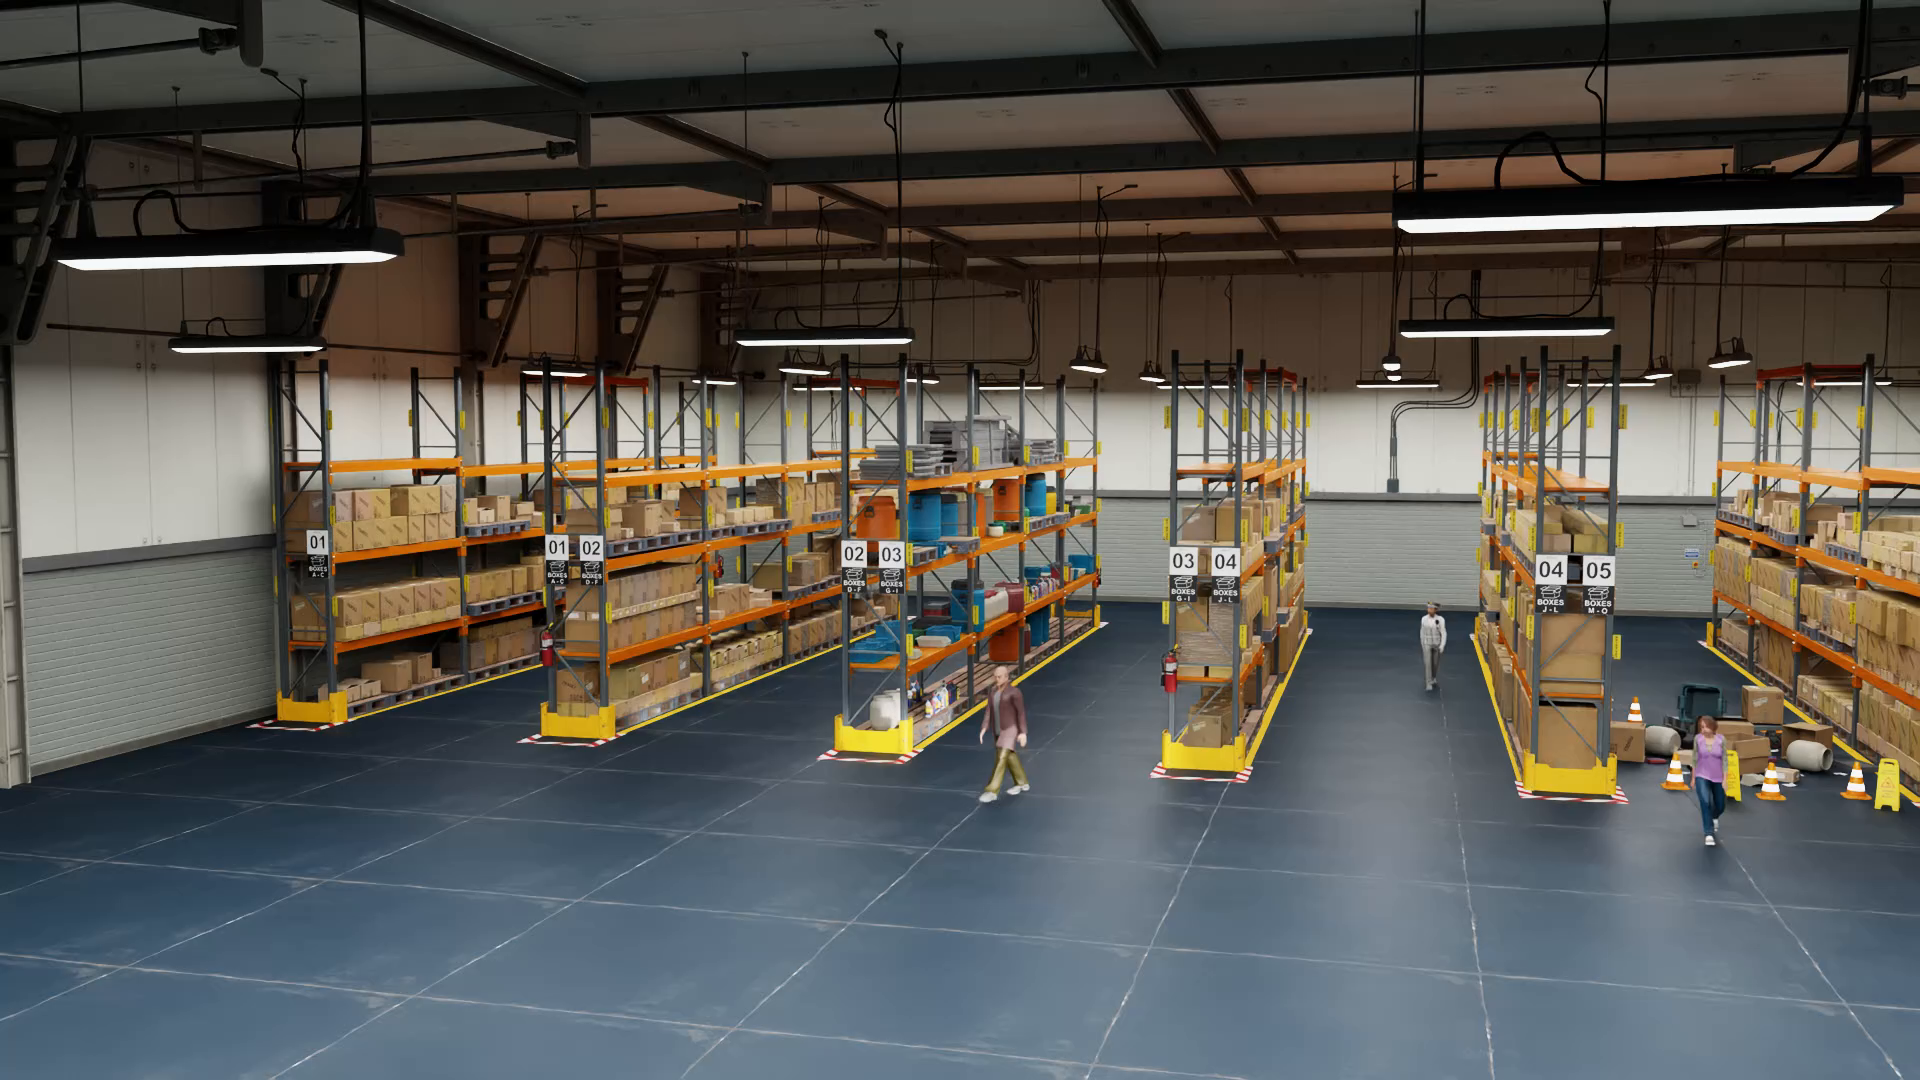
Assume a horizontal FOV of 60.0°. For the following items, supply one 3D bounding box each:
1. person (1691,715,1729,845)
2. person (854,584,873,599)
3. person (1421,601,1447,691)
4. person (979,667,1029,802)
[{"bbox_3d":[8.954,2.825,19.850,0.407,1.477,0.904,2,4,20],"label":"person"},{"bbox_3d":[-2.515,1.107,43.011,1.075,1.582,0.452,0,4,-3],"label":"person"},{"bbox_3d":[8.825,1.940,30.969,0.458,1.622,1.015,1,4,12],"label":"person"},{"bbox_3d":[0.538,2.534,21.905,1.063,1.735,0.611,-3,5,-37],"label":"person"}]
